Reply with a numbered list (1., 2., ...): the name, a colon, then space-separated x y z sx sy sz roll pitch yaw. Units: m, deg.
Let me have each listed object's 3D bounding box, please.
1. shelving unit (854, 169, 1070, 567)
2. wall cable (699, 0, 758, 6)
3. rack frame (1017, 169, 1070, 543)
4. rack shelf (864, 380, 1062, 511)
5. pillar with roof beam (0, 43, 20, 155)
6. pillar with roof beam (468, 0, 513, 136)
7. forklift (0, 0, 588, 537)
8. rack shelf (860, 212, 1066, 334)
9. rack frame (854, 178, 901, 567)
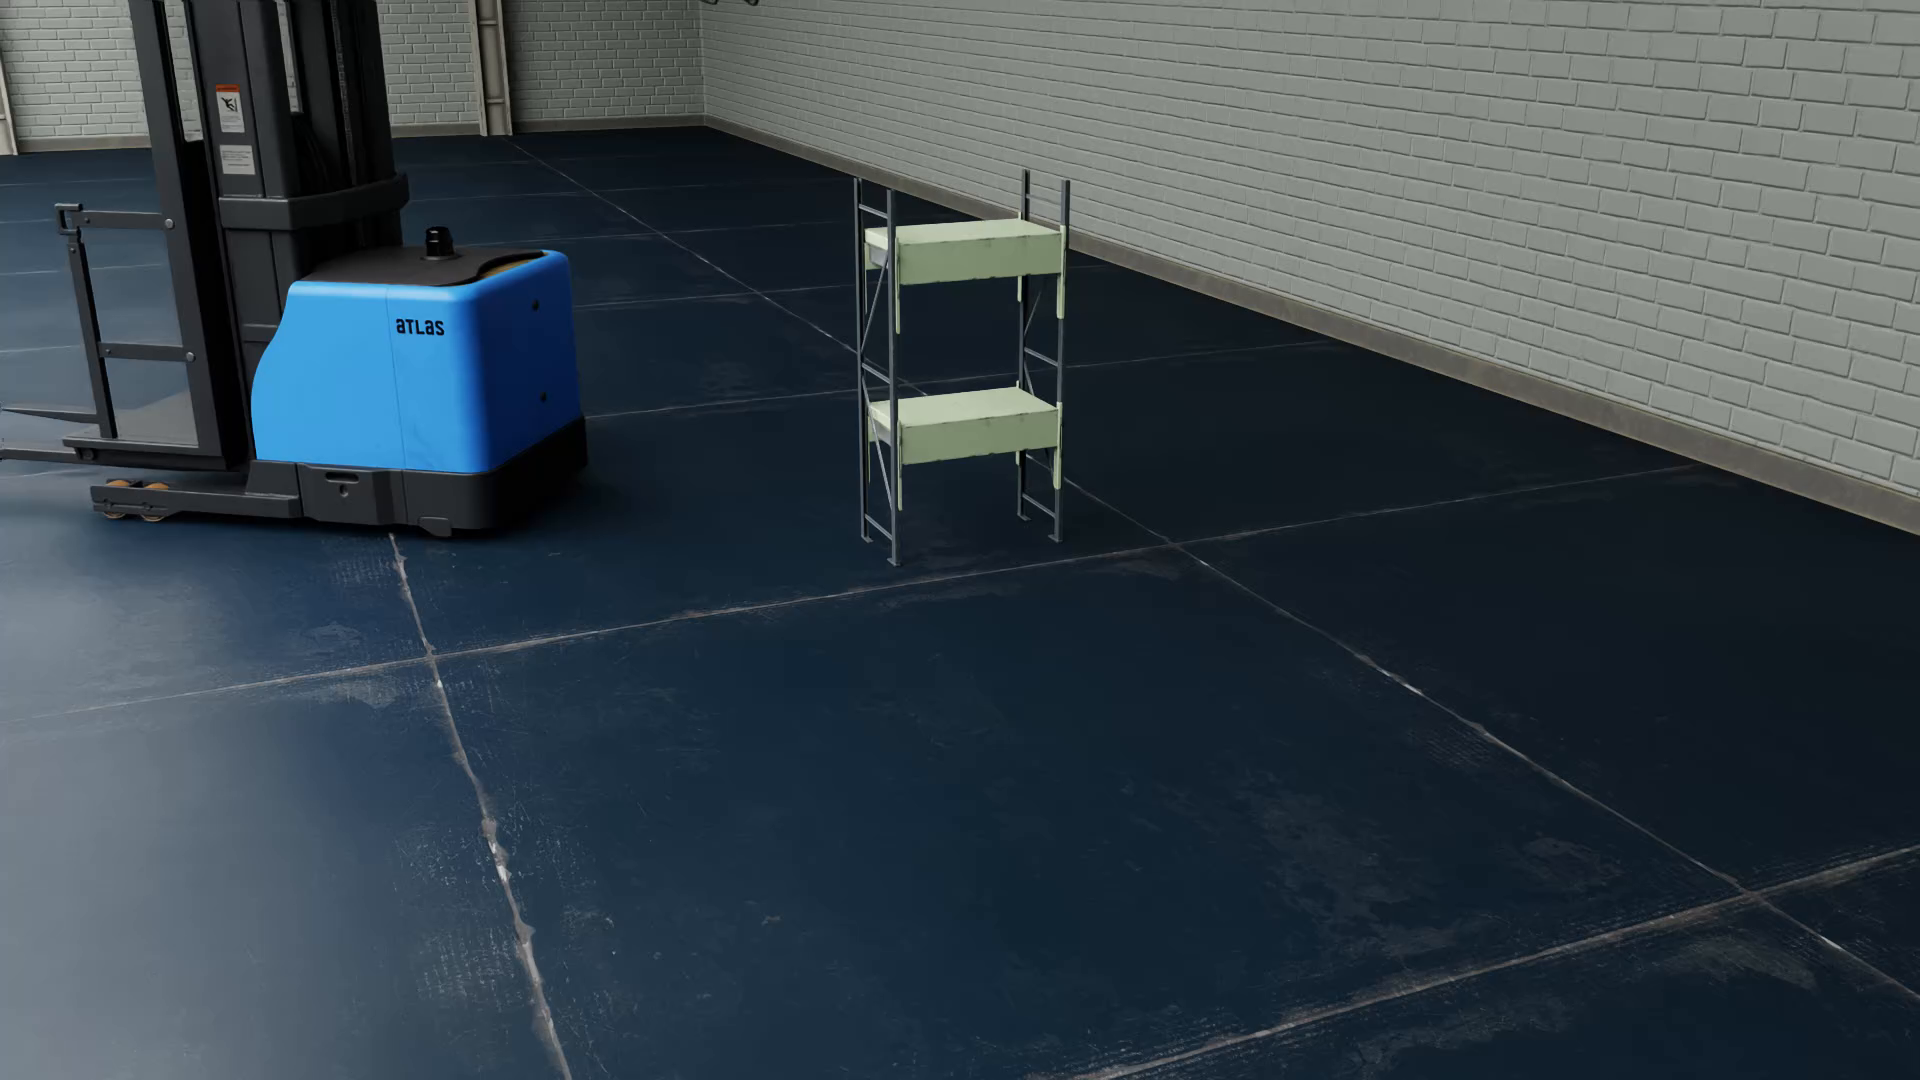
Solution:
1. shelving unit: 0.006 -0.708 6.775 0.755 1.500 0.431 -8 21 -22
2. wall cable: -3.135 -8.332 21.812 0.112 2.526 3.097 -8 21 -22
3. rack frame: 0.342 -0.756 6.912 0.023 1.500 0.400 -8 21 -22
4. rack shelf: 0.006 -0.401 6.884 0.720 0.370 0.431 -8 21 -22
5. pillar with roof beam: -10.168 -7.711 15.371 0.400 9.000 9.100 -8 21 -22
6. pillar with roof beam: -4.659 -8.500 17.613 0.400 9.000 9.100 -8 21 -22
7. forklift: -3.316 -1.627 7.231 3.031 2.935 1.130 4 20 11
8. rack shelf: 0.006 -1.076 6.646 0.720 0.370 0.431 -8 21 -22
9. rack frame: -0.330 -0.660 6.639 0.023 1.500 0.400 -8 21 -22
